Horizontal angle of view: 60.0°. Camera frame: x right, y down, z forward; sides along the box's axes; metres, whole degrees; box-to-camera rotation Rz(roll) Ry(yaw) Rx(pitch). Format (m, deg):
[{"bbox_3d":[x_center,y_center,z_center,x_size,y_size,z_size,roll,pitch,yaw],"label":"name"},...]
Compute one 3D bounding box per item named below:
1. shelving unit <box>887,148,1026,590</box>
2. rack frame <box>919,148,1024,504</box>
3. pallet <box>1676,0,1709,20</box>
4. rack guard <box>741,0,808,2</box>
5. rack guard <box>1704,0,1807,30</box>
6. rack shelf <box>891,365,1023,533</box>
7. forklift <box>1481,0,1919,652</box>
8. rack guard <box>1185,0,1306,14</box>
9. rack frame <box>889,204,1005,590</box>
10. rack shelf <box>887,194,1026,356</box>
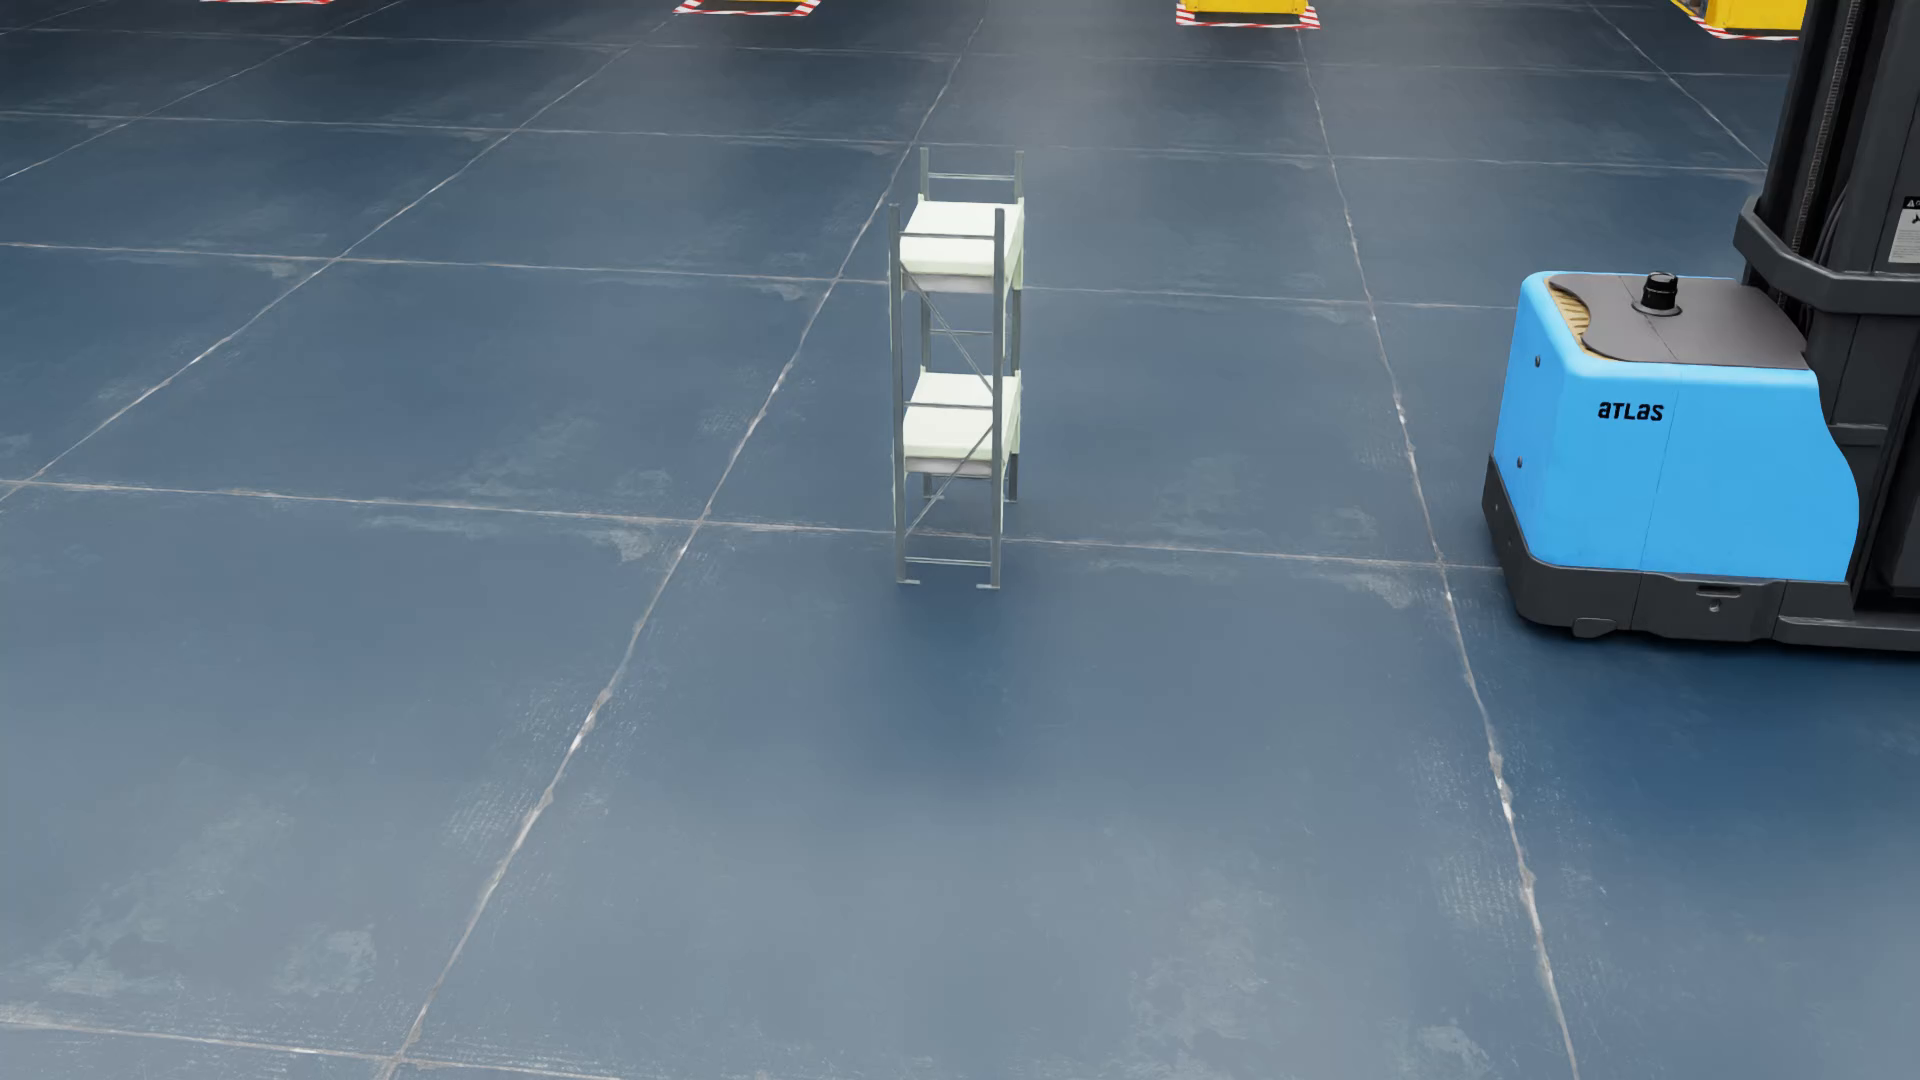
[{"bbox_3d":[-0.001,-0.657,6.388,0.431,1.500,0.755,3,28,6],"label":"shelving unit"},{"bbox_3d":[0.044,-0.829,6.708,0.400,1.500,0.023,3,28,6],"label":"rack frame"},{"bbox_3d":[7.757,-5.387,16.527,1.003,0.211,1.213,3,28,6],"label":"pallet"},{"bbox_3d":[-2.126,-5.796,16.981,1.175,0.500,0.348,3,28,6],"label":"rack guard"},{"bbox_3d":[7.734,-5.122,15.731,1.175,0.500,0.348,3,28,6],"label":"rack guard"},{"bbox_3d":[-0.001,-0.370,6.543,0.431,0.370,0.720,3,28,6],"label":"rack shelf"},{"bbox_3d":[3.604,-1.083,5.670,3.031,2.935,1.130,3,28,6],"label":"forklift"},{"bbox_3d":[2.836,-5.505,16.442,1.175,0.500,0.348,3,28,6],"label":"rack guard"},{"bbox_3d":[-0.046,-0.485,6.069,0.400,1.500,0.023,3,28,6],"label":"rack frame"},{"bbox_3d":[-0.001,-1.001,6.203,0.431,0.370,0.720,3,28,6],"label":"rack shelf"}]
